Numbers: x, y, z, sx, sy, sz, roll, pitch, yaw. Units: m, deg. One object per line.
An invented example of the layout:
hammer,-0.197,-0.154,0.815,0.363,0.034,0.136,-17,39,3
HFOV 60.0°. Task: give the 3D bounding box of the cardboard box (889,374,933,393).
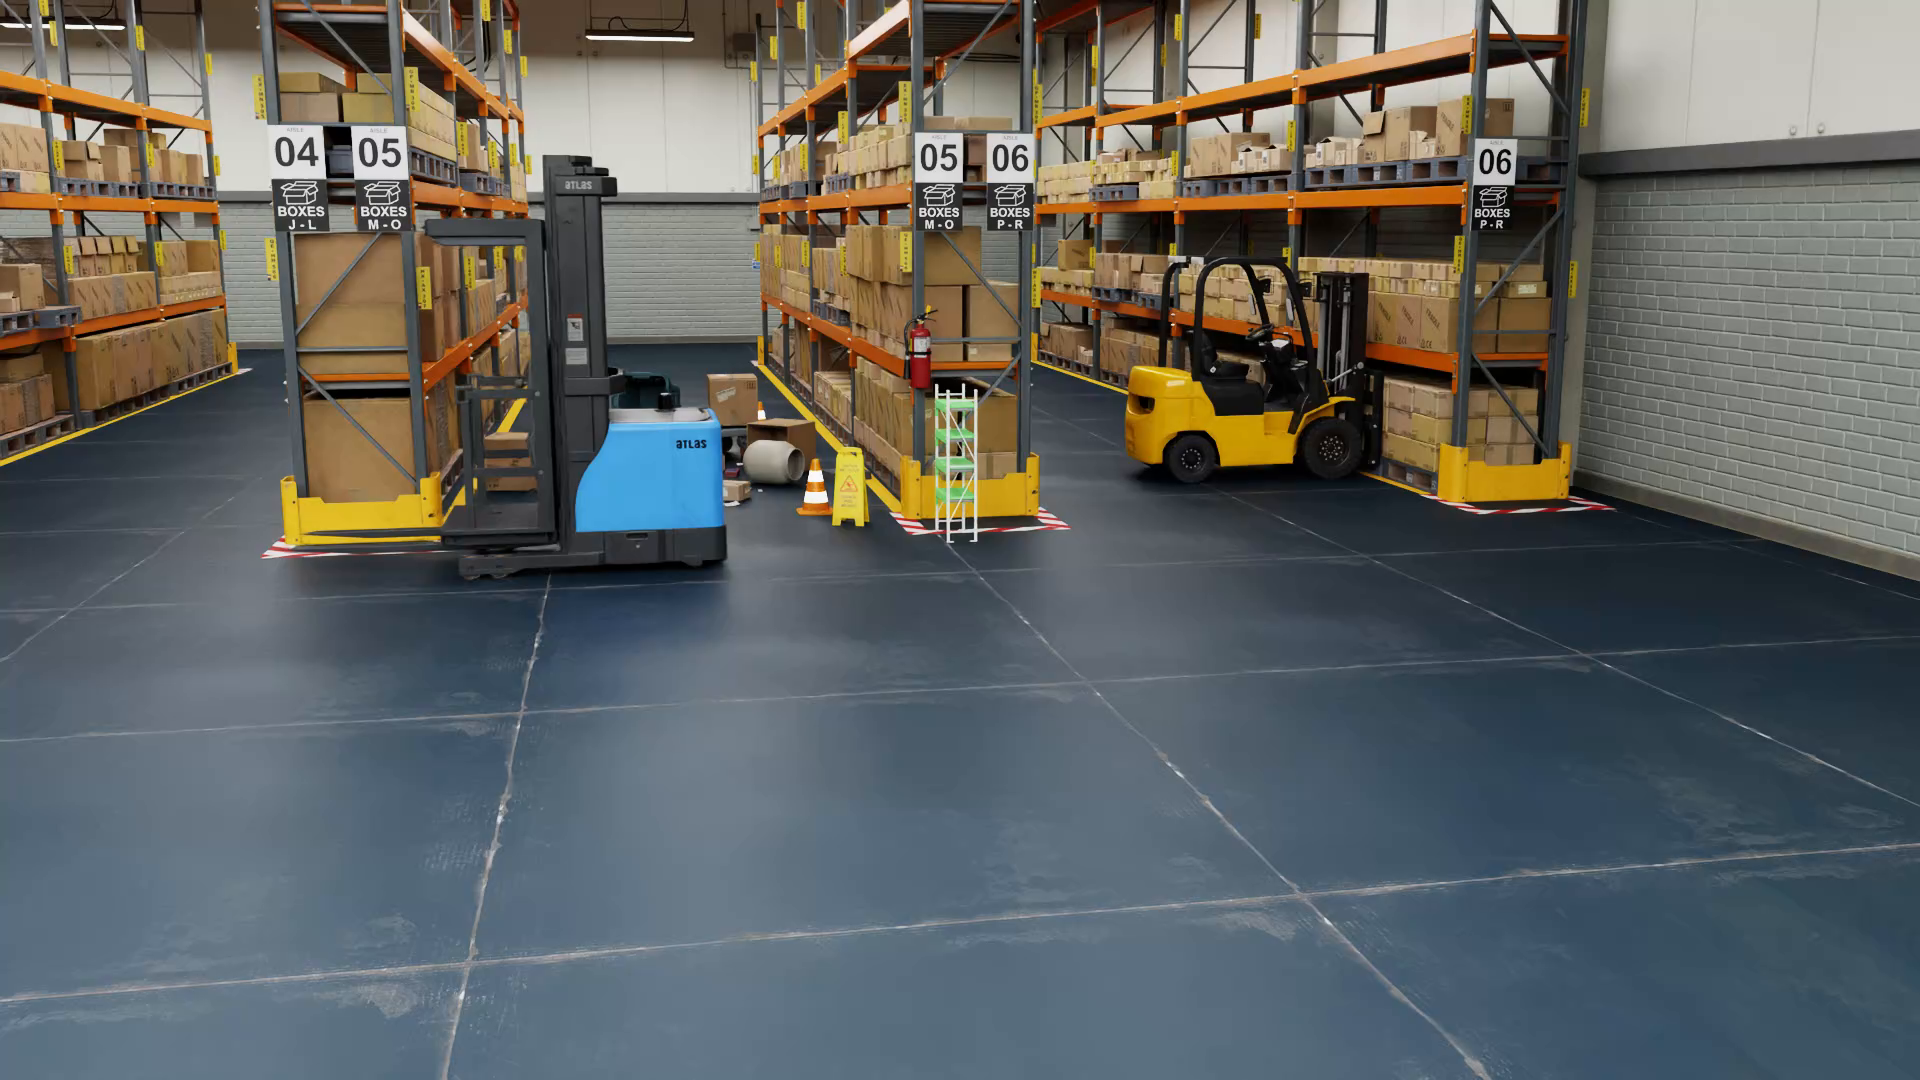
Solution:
cardboard box,-0.449,-1.430,15.178,0.380,0.149,0.250,-2,11,-9

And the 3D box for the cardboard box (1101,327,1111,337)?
cardboard box,2.443,-3.289,26.280,0.380,0.149,0.250,-2,11,-8

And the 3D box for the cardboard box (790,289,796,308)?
cardboard box,-2.133,-3.441,23.652,0.500,0.250,0.500,-2,11,-12

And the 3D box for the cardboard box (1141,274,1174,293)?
cardboard box,2.890,-3.648,23.618,0.500,0.250,0.500,-3,11,-14

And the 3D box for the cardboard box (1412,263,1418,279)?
cardboard box,4.560,-2.578,15.920,0.380,0.149,0.250,-2,11,-11

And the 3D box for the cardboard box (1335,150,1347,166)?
cardboard box,4.129,-3.971,17.298,0.380,0.149,0.250,-2,11,-9

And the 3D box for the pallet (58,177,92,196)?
pallet,-11.354,-4.289,20.191,1.213,0.211,1.003,-2,11,-8

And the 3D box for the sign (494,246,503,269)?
sign,-5.748,-3.543,20.695,0.100,0.325,0.005,-2,11,-11

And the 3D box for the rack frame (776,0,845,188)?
rack frame,-2.234,-6.833,25.030,1.000,3.000,0.127,-2,11,-11

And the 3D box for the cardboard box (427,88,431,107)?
cardboard box,-4.735,-3.790,14.212,0.380,0.149,0.250,-2,11,-12

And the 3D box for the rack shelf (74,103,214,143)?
rack shelf,-12.344,-6.290,25.169,1.077,0.370,4.000,-2,11,-11

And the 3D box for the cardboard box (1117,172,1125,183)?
cardboard box,2.544,-5.369,24.644,0.380,0.149,0.250,-2,11,-10

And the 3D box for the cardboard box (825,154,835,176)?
cardboard box,-1.281,-4.501,20.532,0.700,0.500,0.500,-2,11,-11

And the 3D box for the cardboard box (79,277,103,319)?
cardboard box,-11.107,-3.035,20.851,0.500,0.500,0.500,-2,11,-13

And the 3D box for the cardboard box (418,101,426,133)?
cardboard box,-4.678,-3.479,13.645,0.500,0.250,0.500,-2,11,-12

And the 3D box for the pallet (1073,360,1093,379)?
pallet,2.502,-2.823,27.466,1.003,0.211,1.213,-2,11,-11

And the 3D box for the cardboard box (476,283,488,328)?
cardboard box,-5.644,-2.653,18.846,0.500,0.500,0.500,-2,11,-10

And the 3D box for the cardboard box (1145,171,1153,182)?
cardboard box,2.883,-5.223,23.926,0.380,0.149,0.250,-2,11,-9

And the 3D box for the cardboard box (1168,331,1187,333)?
cardboard box,3.282,-3.071,25.138,0.380,0.149,0.250,-2,11,-10

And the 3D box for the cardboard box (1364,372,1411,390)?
cardboard box,4.269,-1.565,16.953,0.500,0.250,0.500,-2,11,-12

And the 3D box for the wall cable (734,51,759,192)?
wall cable,-4.395,-8.600,34.312,0.463,3.000,0.029,-2,11,-11

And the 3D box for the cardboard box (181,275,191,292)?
cardboard box,-11.987,-3.880,25.165,0.500,0.250,0.500,-2,11,-10

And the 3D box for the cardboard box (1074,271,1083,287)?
cardboard box,2.184,-4.316,27.453,0.500,0.250,0.500,-2,11,-11

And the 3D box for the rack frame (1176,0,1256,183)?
rack frame,3.412,-6.281,22.128,1.000,3.000,0.127,-2,11,-11

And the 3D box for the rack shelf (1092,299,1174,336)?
rack shelf,3.023,-3.347,24.683,1.077,0.370,4.000,-2,11,-11

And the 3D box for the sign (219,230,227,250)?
sign,-12.198,-4.962,27.512,0.100,0.325,0.005,-2,11,-11

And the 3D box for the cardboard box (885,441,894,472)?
cardboard box,-0.414,-0.774,15.474,0.500,0.250,0.500,-2,11,-11

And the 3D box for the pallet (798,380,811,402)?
pallet,-1.769,-2.153,23.945,1.003,0.211,1.213,-2,11,-11

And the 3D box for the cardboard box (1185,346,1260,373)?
cardboard box,3.520,-2.258,22.268,0.875,0.625,0.625,-2,11,-9

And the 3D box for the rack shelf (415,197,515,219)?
rack shelf,-6.681,-4.441,22.408,1.077,0.370,4.000,-2,11,-11

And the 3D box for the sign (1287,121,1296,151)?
sign,3.660,-4.461,18.363,0.100,0.325,0.005,-2,11,-11

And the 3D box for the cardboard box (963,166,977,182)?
cardboard box,0.215,-3.153,14.389,0.380,0.149,0.250,-2,11,-13

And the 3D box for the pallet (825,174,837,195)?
pallet,-0.898,-4.107,19.233,1.213,0.211,1.003,-2,11,-11

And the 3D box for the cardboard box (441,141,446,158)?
cardboard box,-4.932,-3.584,15.265,0.380,0.149,0.250,-2,11,-10

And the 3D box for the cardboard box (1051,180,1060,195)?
cardboard box,1.881,-6.069,28.642,0.500,0.250,0.500,-2,11,-13

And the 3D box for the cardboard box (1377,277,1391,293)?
cardboard box,4.353,-2.522,16.422,0.380,0.149,0.250,-2,11,-11

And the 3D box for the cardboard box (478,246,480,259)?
cardboard box,-7.426,-4.450,24.819,0.500,0.500,0.500,-3,11,-13

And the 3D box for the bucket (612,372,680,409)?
bucket,-3.226,-1.418,17.313,0.726,0.611,0.620,2,1,9

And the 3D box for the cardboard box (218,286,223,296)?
cardboard box,-12.340,-4.083,27.295,0.380,0.149,0.250,-2,11,-10

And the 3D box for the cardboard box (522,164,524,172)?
cardboard box,-7.495,-6.212,27.788,0.380,0.149,0.250,-2,11,-12

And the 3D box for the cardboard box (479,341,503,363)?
cardboard box,-6.188,-2.436,21.529,0.500,0.250,0.500,-3,11,-14

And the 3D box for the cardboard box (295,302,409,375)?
cardboard box,-4.852,-1.627,13.320,0.875,0.550,0.550,-2,11,-11

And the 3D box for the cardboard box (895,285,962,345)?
cardboard box,-0.276,-1.970,14.461,0.500,0.500,0.500,-2,11,-12

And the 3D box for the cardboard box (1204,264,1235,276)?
cardboard box,3.377,-3.490,21.506,0.380,0.149,0.250,-2,11,-10

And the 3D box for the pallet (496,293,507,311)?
pallet,-6.717,-3.221,22.611,1.003,0.211,1.213,-2,11,-11

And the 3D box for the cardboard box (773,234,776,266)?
cardboard box,-2.687,-4.596,26.381,0.500,0.500,0.500,-2,11,-12

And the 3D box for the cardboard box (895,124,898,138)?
cardboard box,-0.375,-3.667,14.955,0.380,0.149,0.250,-2,11,-11

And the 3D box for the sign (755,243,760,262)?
sign,-3.557,-5.065,29.257,0.100,0.325,0.005,-2,11,-11

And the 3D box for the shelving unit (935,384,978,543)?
shelving unit,-0.032,-0.620,13.244,0.258,1.200,0.503,-2,11,-11

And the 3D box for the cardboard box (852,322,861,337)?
cardboard box,-0.931,-2.226,17.541,0.380,0.149,0.250,-2,11,-11

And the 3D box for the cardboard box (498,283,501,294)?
cardboard box,-6.542,-3.466,22.933,0.380,0.149,0.250,-2,11,-9

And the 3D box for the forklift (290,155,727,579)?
forklift,-3.276,-1.269,12.025,3.031,2.935,1.130,-2,11,-11

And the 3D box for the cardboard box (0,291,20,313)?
cardboard box,-10.587,-2.636,18.261,0.396,0.266,0.258,-2,11,-13

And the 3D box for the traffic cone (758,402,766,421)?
traffic cone,-2.292,-1.349,19.047,0.336,0.463,0.334,-2,11,-11
